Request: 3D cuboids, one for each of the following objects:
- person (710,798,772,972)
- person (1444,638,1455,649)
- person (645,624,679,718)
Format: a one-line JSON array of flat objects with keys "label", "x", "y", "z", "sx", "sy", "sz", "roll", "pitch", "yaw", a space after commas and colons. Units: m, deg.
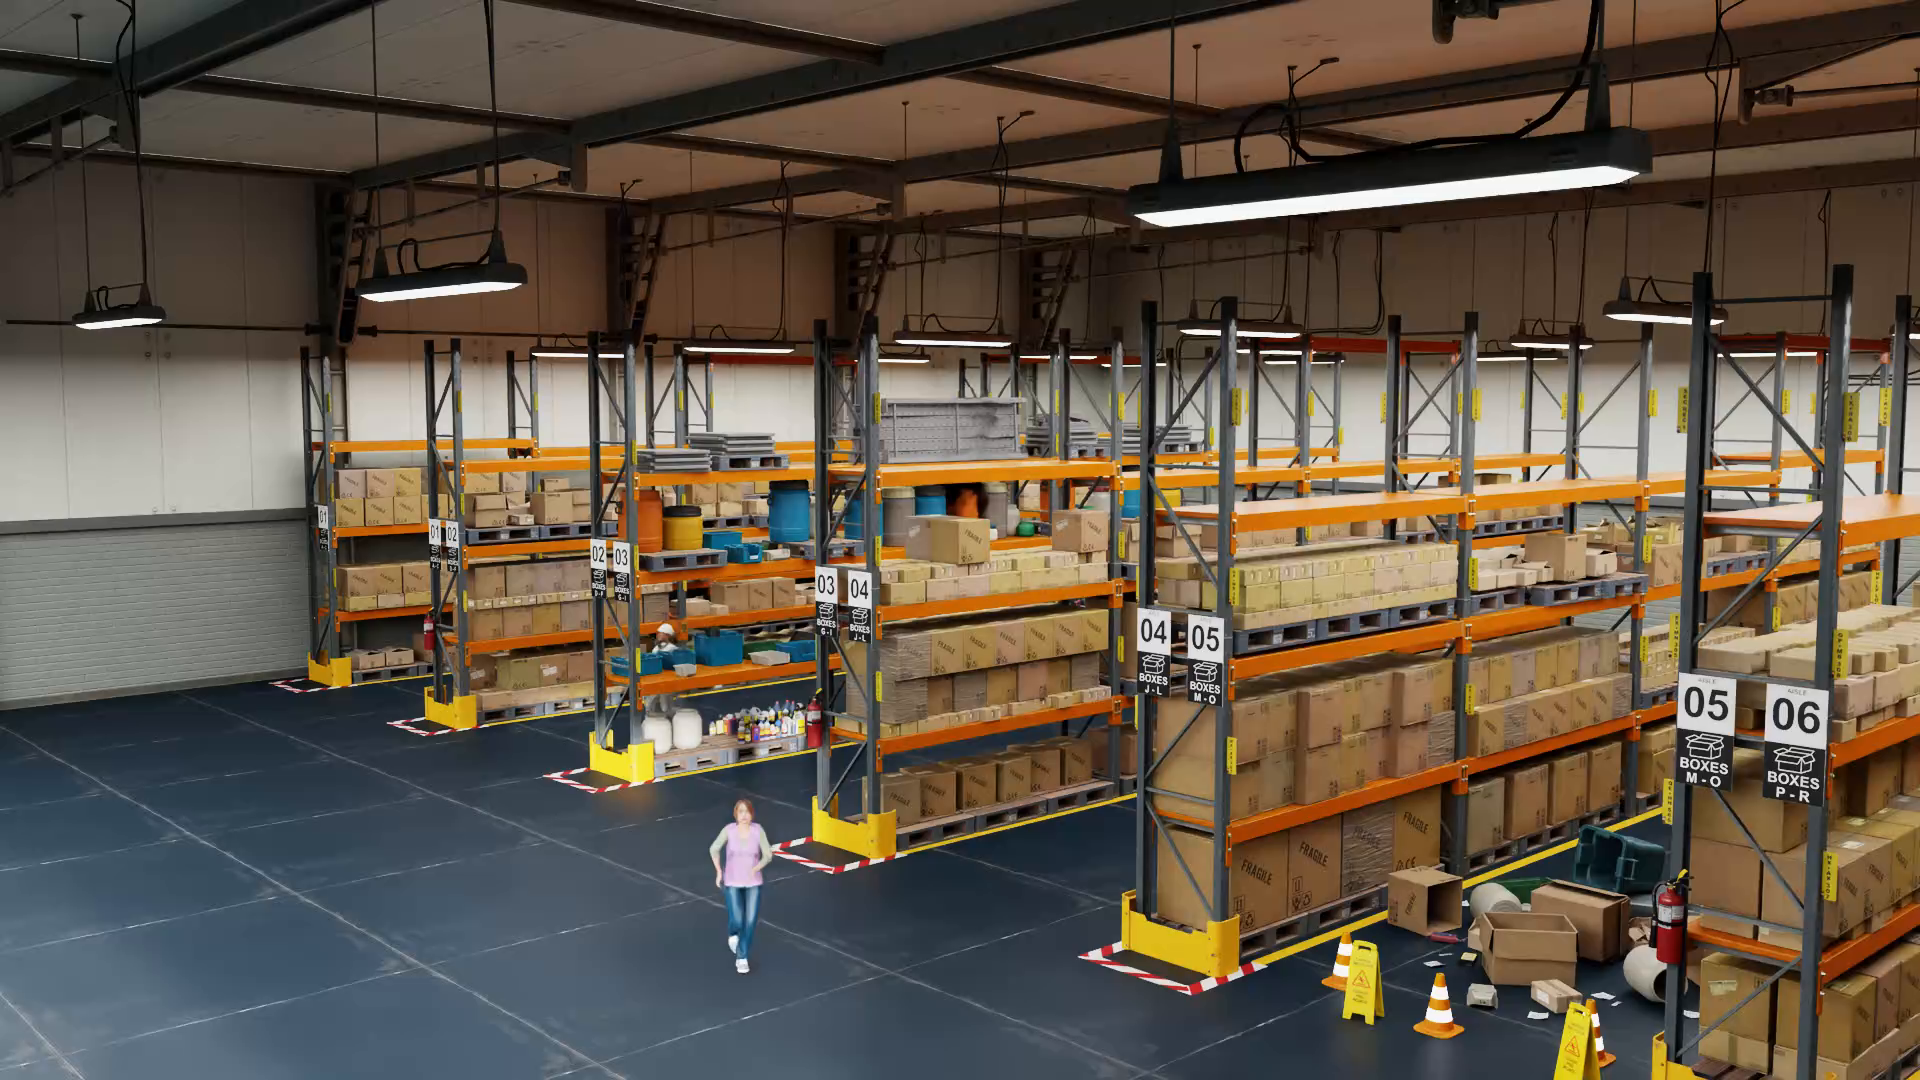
[{"label": "person", "x": -1.948, "y": 3.084, "z": 14.880, "sx": 0.545, "sy": 1.554, "sz": 0.544, "roll": -1, "pitch": 5, "yaw": -14}, {"label": "person", "x": 7.180, "y": 2.209, "z": 24.392, "sx": 0.520, "sy": 1.635, "sz": 0.706, "roll": 5, "pitch": 7, "yaw": 45}, {"label": "person", "x": -4.403, "y": 2.118, "z": 24.747, "sx": 0.669, "sy": 1.745, "sz": 0.860, "roll": 5, "pitch": 7, "yaw": 43}]
